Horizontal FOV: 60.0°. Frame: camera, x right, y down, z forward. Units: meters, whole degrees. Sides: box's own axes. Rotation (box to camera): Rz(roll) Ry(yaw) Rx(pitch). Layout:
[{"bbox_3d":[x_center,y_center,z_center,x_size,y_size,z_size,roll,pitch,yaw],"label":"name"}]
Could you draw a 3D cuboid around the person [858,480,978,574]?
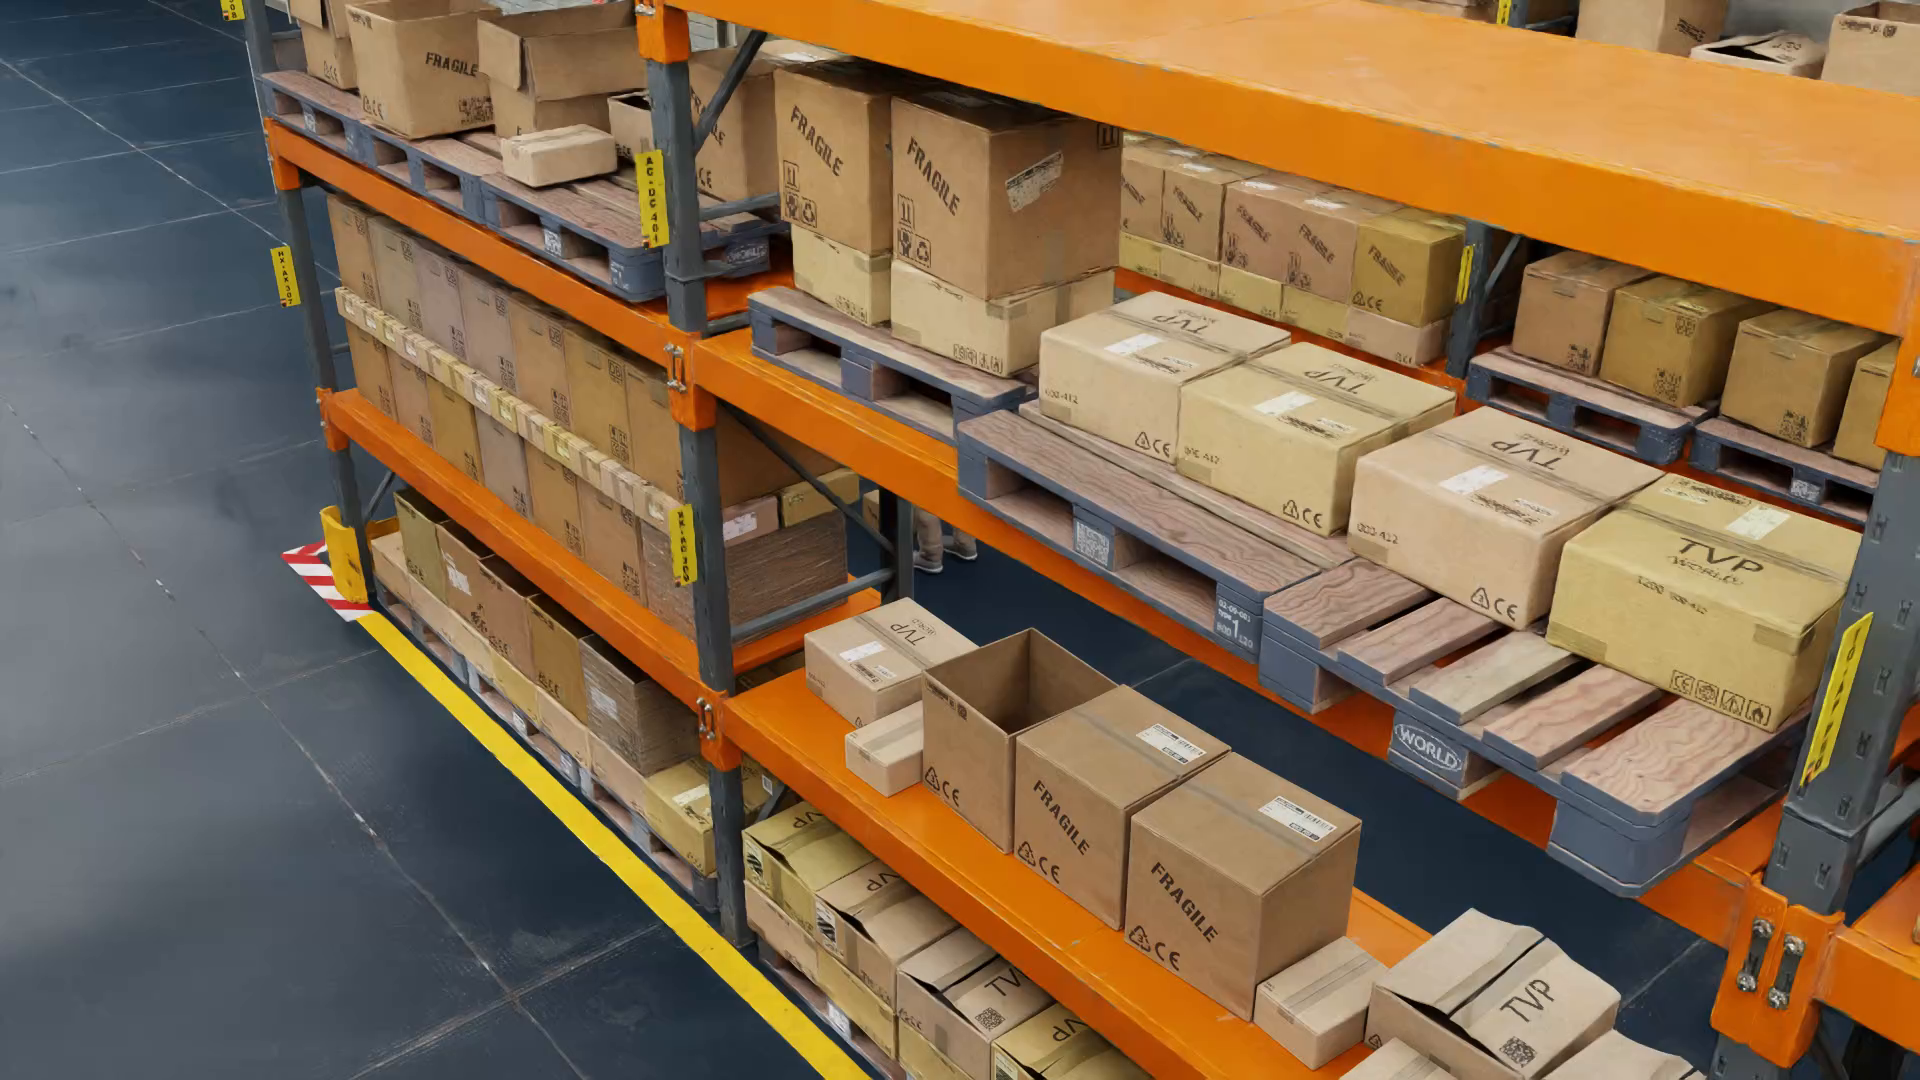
[{"bbox_3d":[-0.227,-0.331,10.119,0.564,0.931,0.880,-22,35,-35],"label":"person"}]
